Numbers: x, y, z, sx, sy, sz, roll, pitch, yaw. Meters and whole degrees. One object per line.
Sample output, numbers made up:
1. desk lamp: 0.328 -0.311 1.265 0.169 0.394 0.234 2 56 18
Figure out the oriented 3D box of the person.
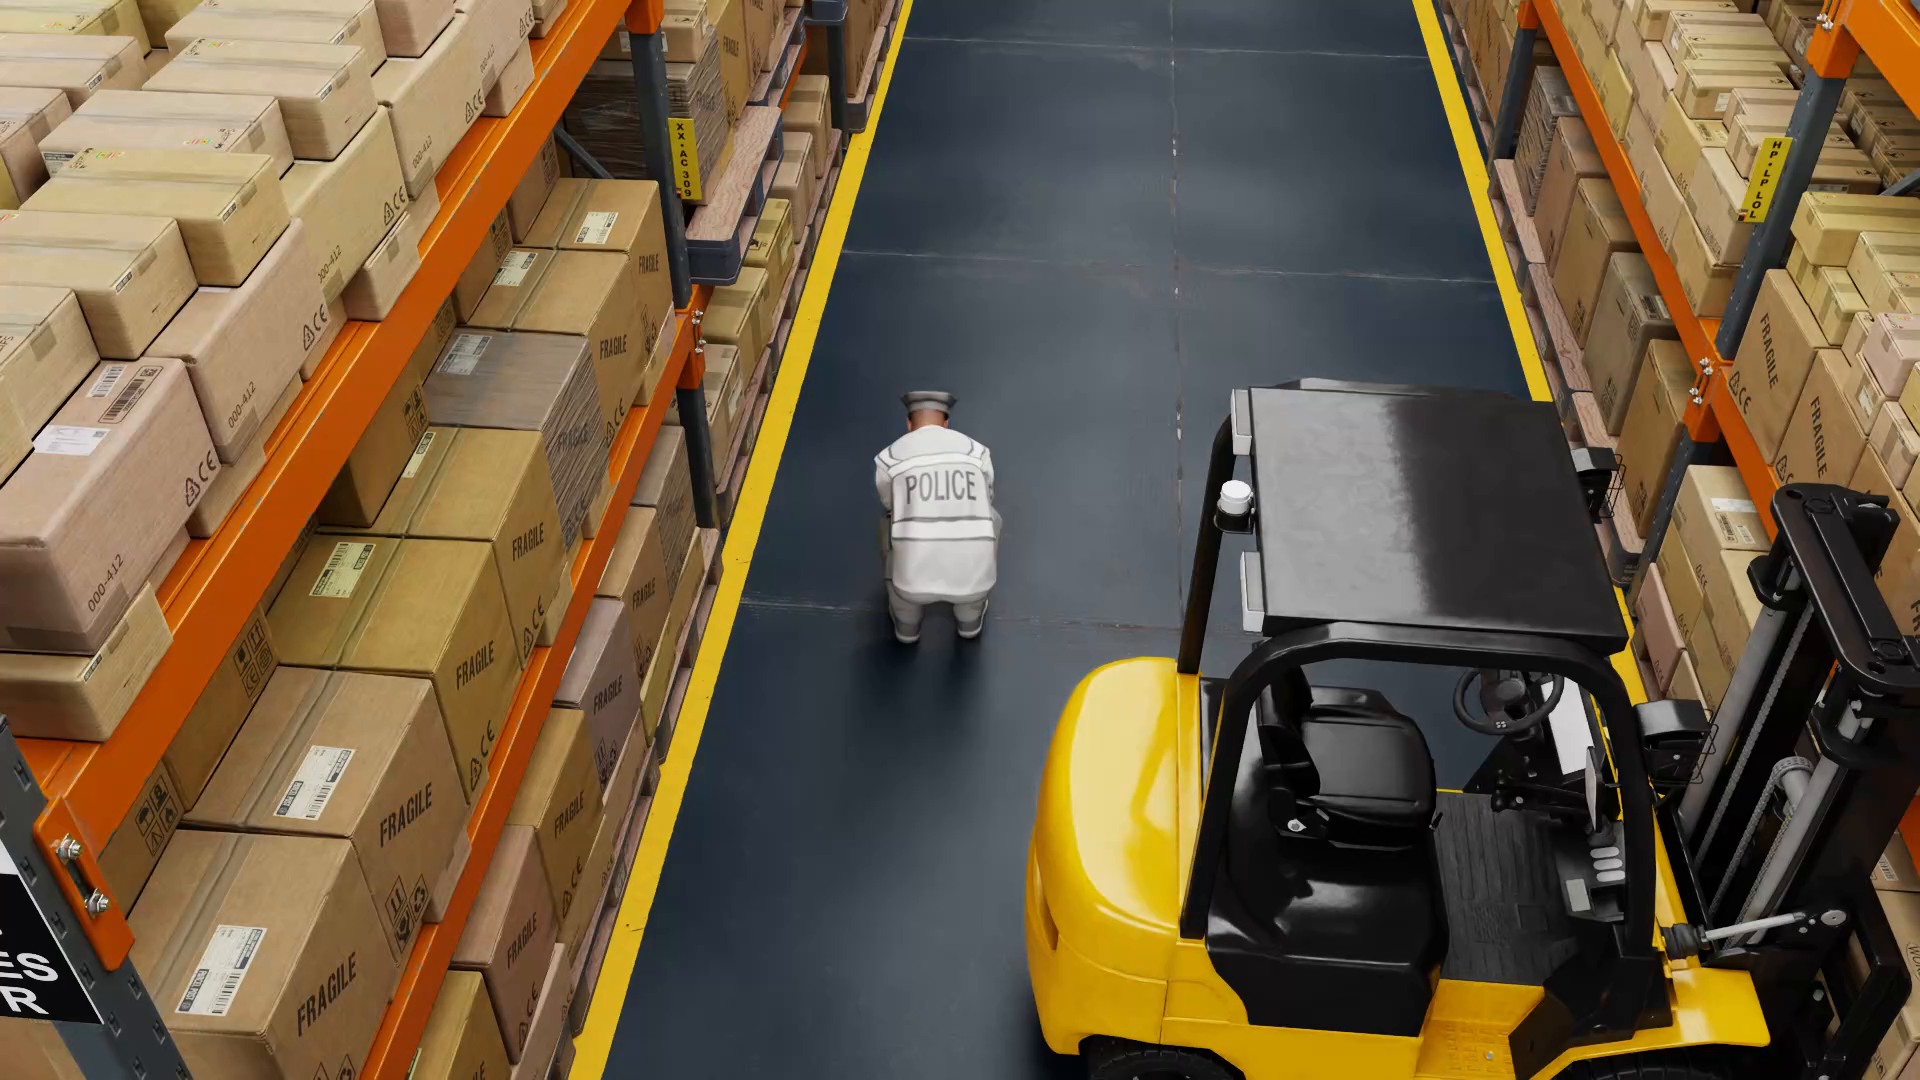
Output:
1. person: -0.090 -0.066 6.988 0.539 0.899 0.976 1 40 1
